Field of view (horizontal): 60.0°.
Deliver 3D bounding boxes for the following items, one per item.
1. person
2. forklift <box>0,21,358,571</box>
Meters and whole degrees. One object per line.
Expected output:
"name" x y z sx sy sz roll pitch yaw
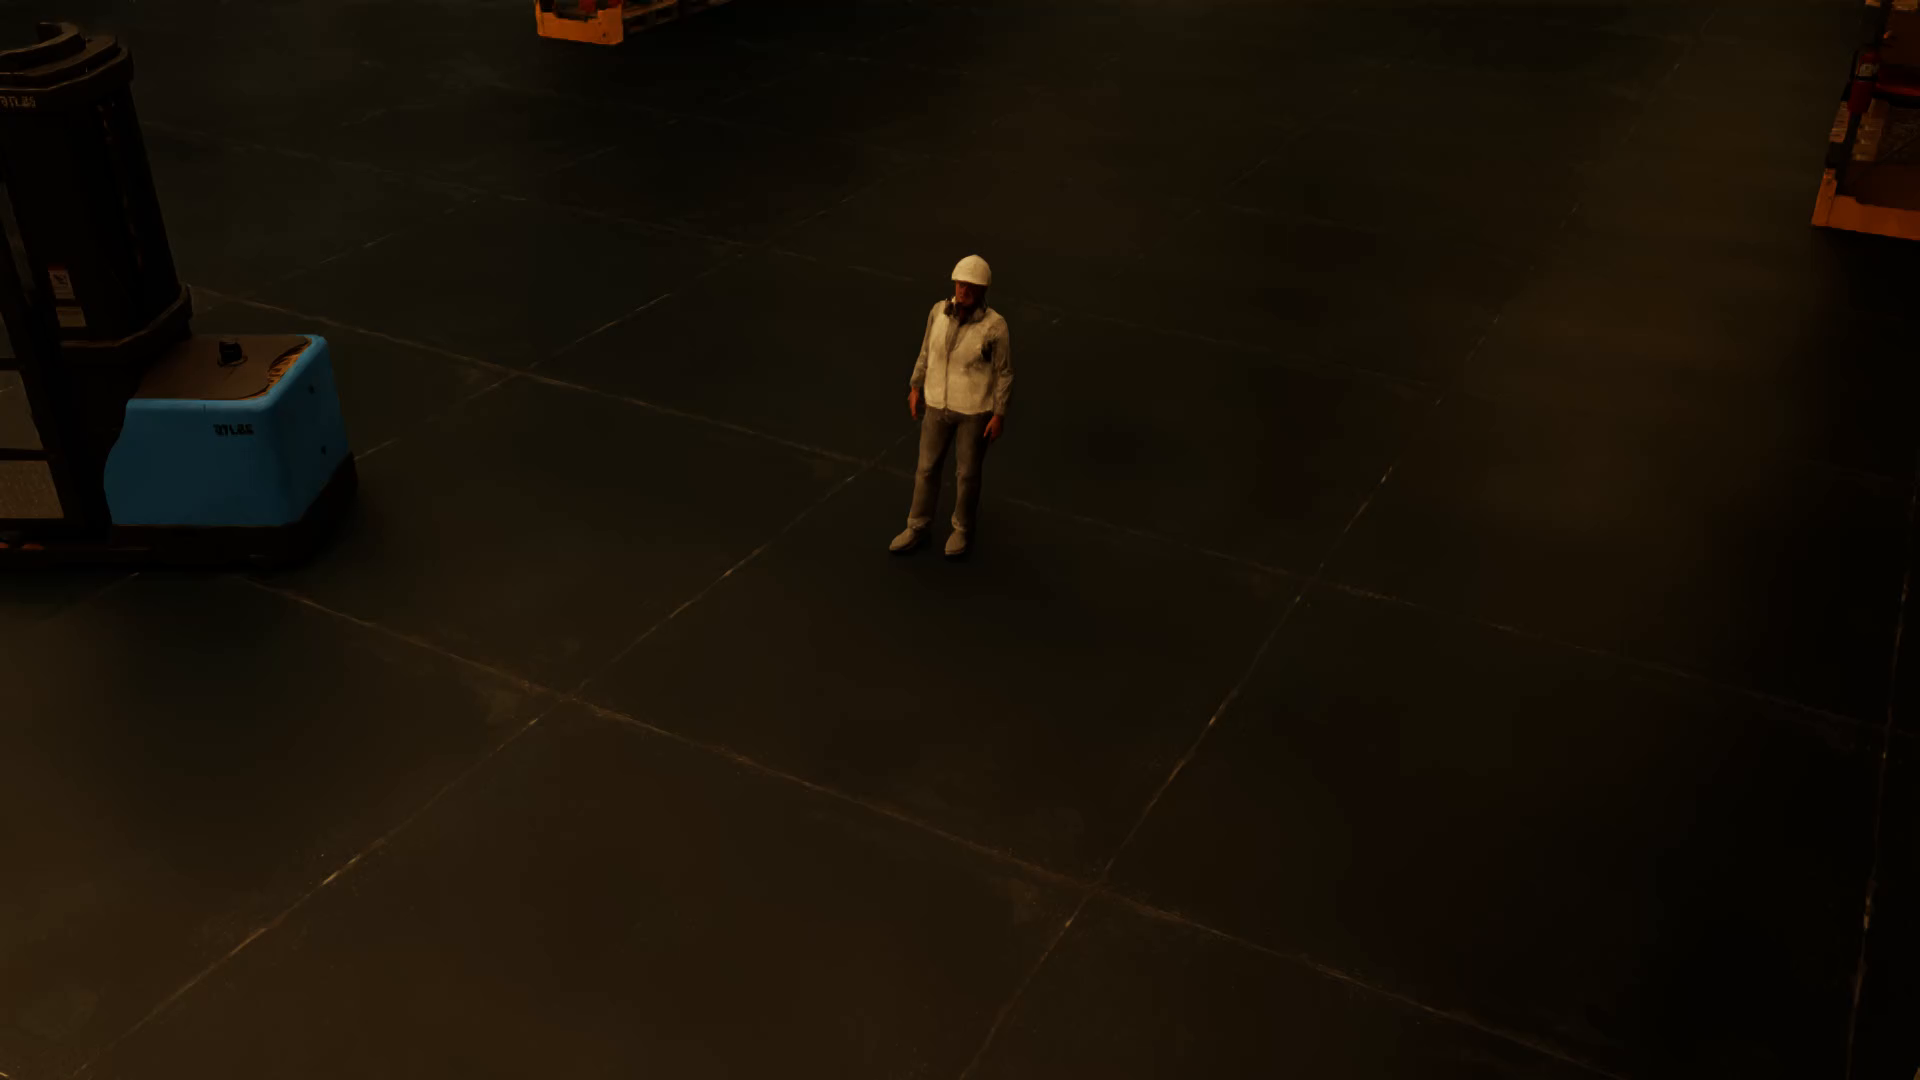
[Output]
"person" -0.037 -0.749 9.512 0.632 1.773 0.567 15 33 25
"forklift" -5.308 -1.353 9.415 3.031 2.935 1.130 0 30 1
